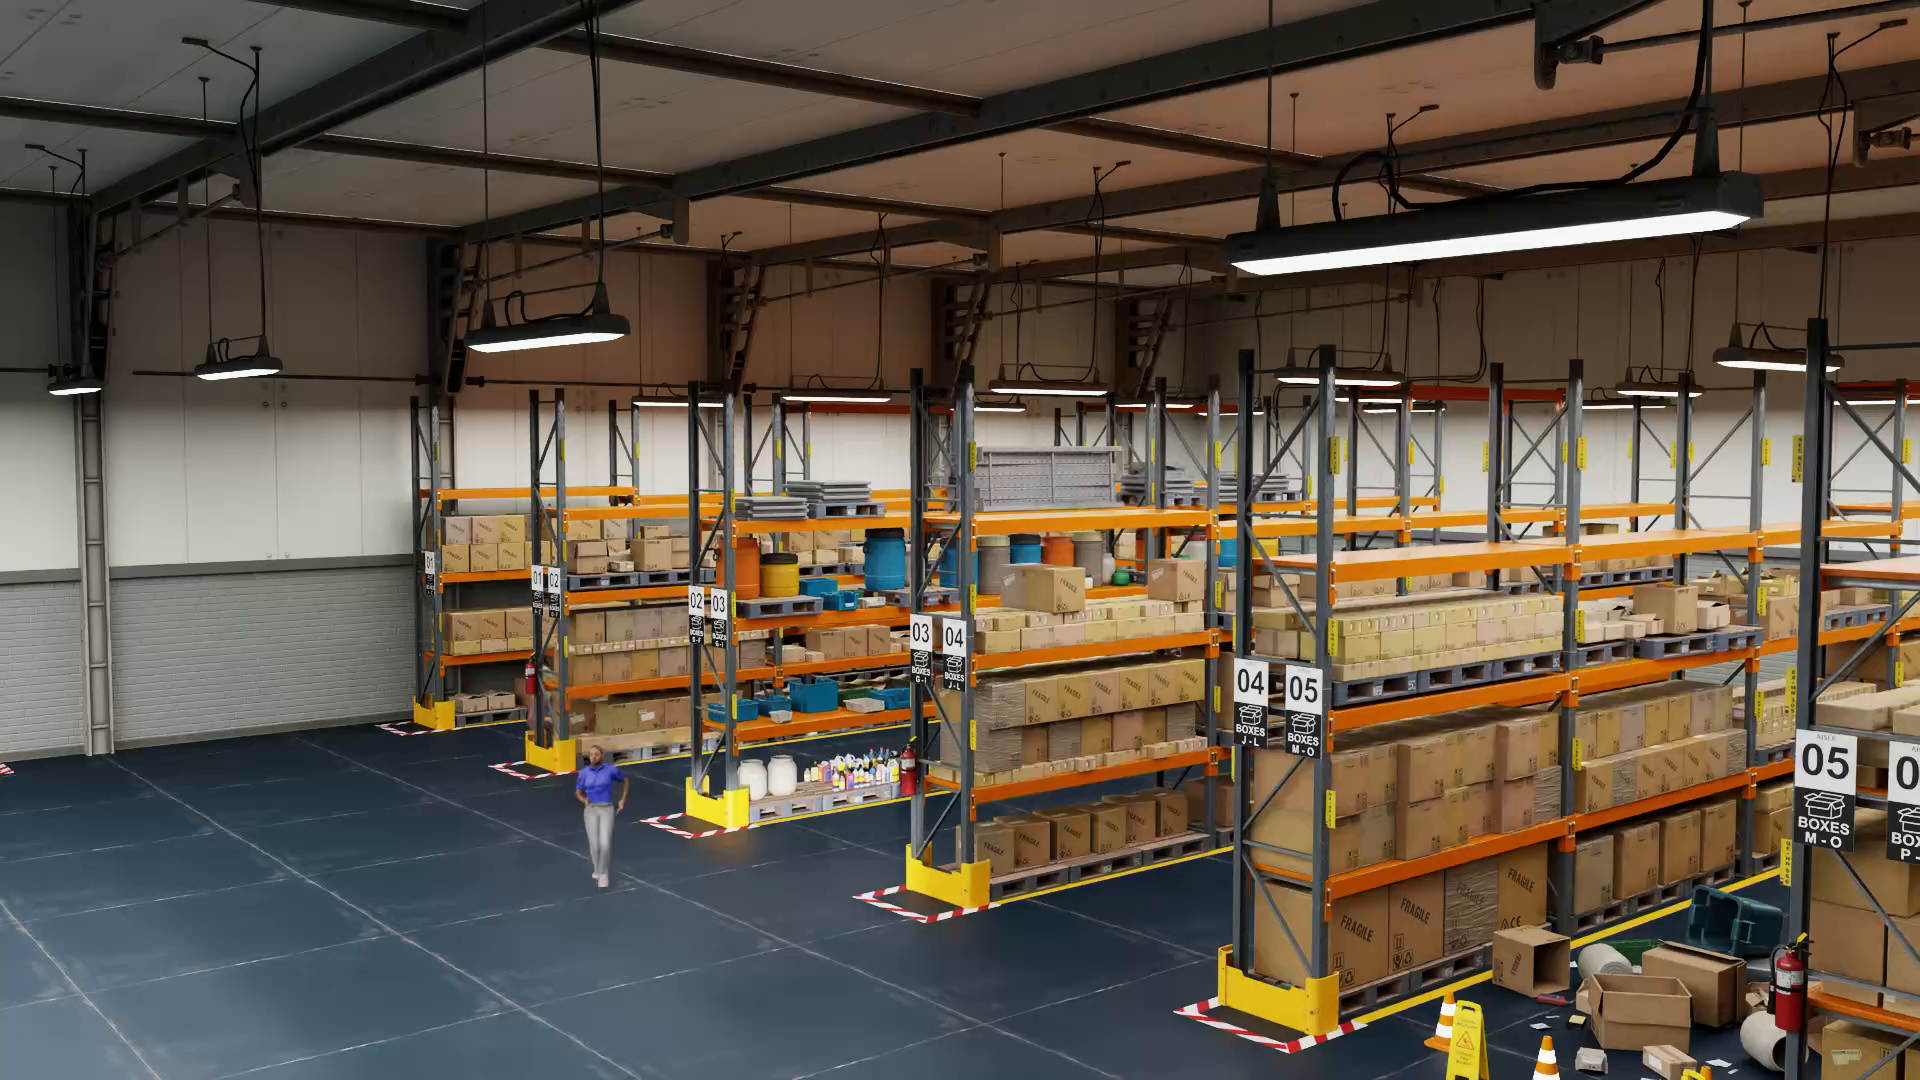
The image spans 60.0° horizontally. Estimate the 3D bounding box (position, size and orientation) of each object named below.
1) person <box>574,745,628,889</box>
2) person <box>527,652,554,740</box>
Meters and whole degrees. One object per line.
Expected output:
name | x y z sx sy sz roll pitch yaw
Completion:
person | -4.194 3.218 19.392 0.582 1.663 0.703 0 3 -2
person | -7.031 2.696 28.104 0.687 1.653 0.575 -3 5 -43
